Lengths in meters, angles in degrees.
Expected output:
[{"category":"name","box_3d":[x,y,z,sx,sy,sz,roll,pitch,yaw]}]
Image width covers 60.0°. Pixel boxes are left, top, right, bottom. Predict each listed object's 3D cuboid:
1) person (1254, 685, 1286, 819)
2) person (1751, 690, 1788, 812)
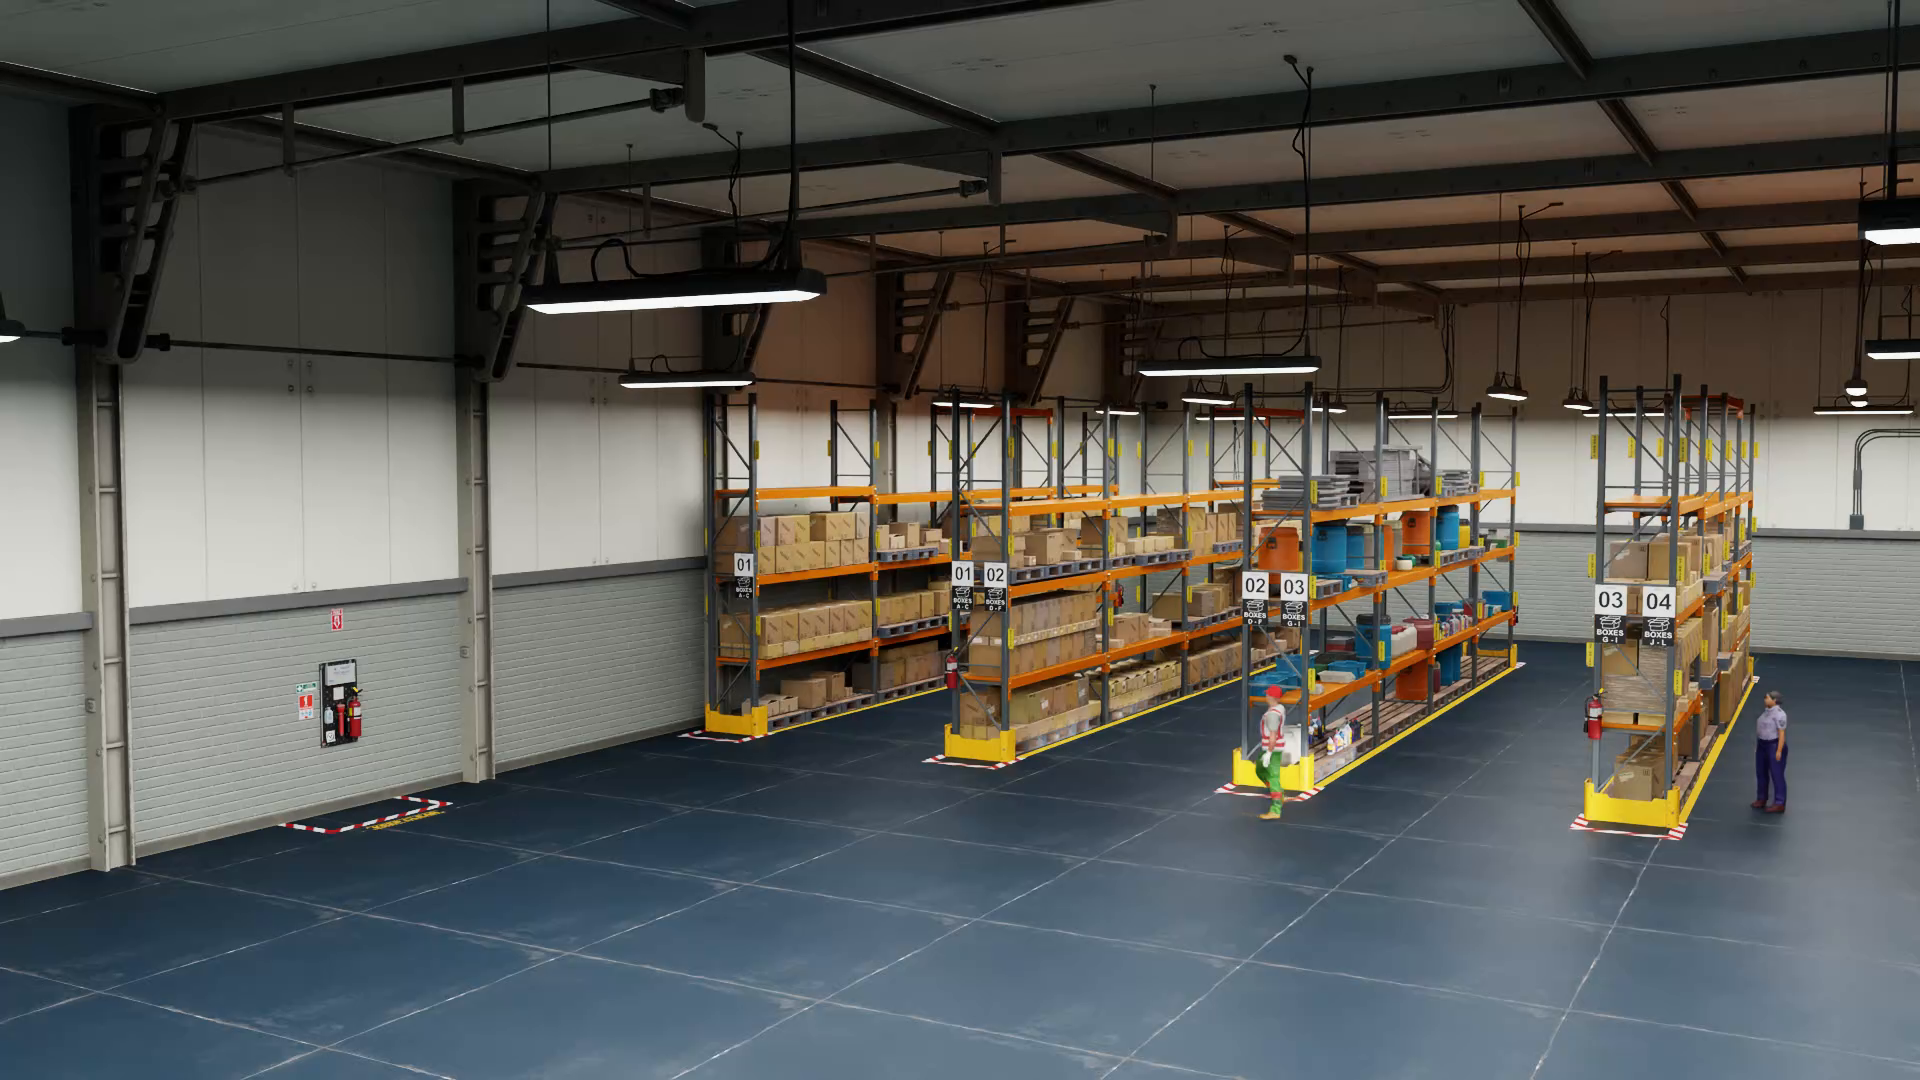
[{"category":"person","box_3d":[4.259,2.866,22.679,0.420,1.789,0.652,0,3,3]},{"category":"person","box_3d":[11.277,2.922,23.161,0.348,1.656,0.509,-1,3,-16]}]
